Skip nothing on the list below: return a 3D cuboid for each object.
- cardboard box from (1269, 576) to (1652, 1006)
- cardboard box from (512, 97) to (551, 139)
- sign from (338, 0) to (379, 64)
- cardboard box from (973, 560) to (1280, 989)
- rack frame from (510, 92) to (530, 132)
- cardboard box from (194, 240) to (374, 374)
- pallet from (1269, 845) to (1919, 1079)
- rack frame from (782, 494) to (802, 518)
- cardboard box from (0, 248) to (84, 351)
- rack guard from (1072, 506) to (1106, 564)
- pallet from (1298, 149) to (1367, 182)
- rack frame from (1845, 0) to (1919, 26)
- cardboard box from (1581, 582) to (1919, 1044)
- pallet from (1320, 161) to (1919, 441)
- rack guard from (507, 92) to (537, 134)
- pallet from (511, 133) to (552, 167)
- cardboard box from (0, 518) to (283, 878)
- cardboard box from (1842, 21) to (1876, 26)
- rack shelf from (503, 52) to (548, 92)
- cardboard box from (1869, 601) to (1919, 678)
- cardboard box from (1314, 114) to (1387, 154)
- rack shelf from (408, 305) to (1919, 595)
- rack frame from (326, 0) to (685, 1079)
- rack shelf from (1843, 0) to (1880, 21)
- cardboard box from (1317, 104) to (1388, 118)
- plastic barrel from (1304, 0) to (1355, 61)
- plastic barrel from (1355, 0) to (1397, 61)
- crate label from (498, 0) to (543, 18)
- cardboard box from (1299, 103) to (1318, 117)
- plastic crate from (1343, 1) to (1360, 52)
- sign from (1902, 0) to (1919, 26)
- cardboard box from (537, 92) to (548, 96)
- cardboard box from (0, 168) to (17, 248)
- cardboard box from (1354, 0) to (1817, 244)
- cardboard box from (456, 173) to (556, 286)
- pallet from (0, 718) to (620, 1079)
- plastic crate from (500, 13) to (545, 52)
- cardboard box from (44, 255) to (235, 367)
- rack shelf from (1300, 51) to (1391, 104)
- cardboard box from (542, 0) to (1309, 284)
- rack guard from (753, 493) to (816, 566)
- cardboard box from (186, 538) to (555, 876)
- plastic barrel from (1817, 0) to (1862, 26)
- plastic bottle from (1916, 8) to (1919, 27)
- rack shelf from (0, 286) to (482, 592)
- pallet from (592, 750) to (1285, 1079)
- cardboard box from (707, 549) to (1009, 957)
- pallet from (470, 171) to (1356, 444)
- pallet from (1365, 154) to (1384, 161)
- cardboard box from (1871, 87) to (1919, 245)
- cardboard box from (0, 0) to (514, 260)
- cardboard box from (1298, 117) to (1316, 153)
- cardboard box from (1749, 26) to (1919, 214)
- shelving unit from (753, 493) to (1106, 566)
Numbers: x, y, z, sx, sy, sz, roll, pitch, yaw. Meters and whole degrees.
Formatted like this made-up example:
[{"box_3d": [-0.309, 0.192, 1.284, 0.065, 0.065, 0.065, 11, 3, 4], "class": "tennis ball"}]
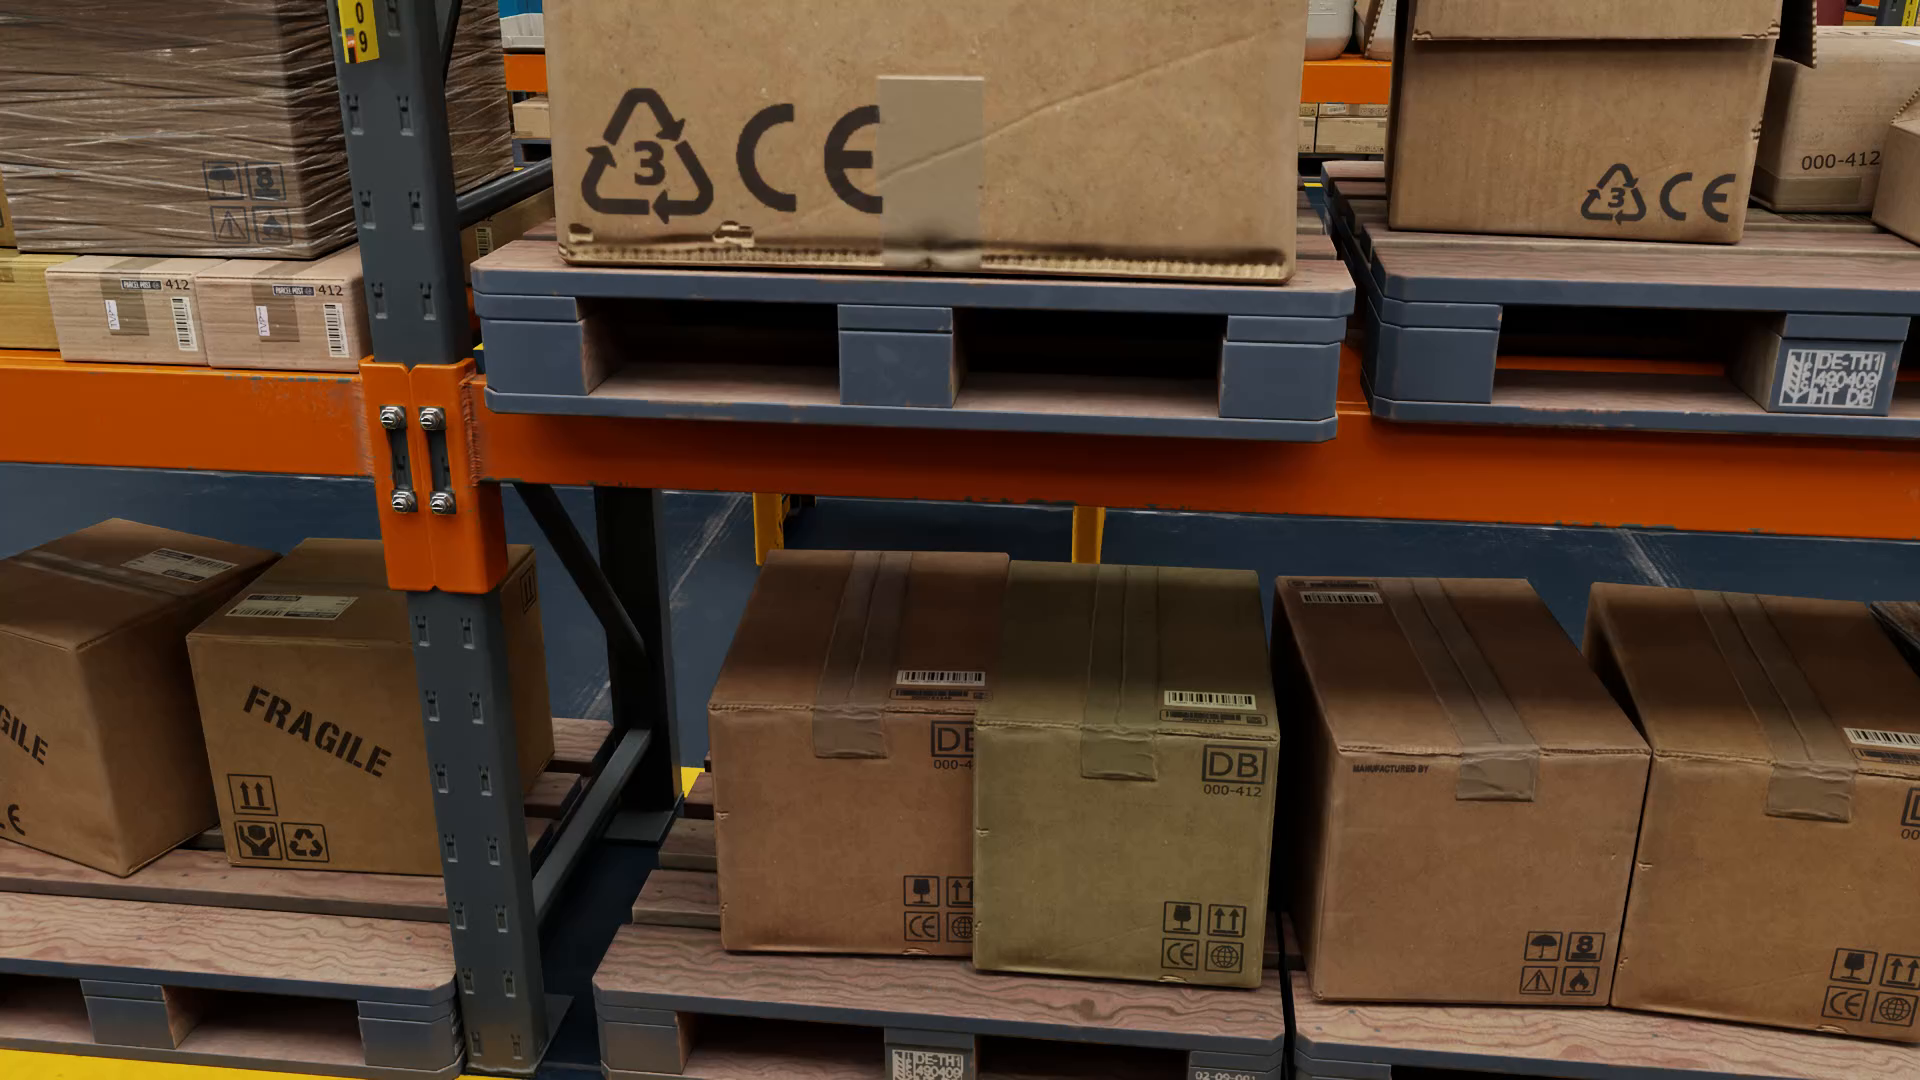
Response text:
[{"box_3d": [0.865, 0.433, 3.067, 0.500, 0.500, 0.700, 1, 22, 2], "class": "cardboard box"}, {"box_3d": [-3.066, -3.213, 12.656, 0.500, 0.250, 0.500, 2, 22, 6], "class": "cardboard box"}, {"box_3d": [-0.826, -0.815, 2.245, 0.005, 0.325, 0.100, 2, 22, 6], "class": "sign"}, {"box_3d": [0.309, 0.409, 3.128, 0.500, 0.500, 0.700, 2, 22, 6], "class": "cardboard box"}, {"box_3d": [-3.572, -4.401, 12.492, 0.127, 3.000, 1.000, 2, 22, 6], "class": "rack frame"}, {"box_3d": [-1.018, -0.396, 2.704, 0.250, 0.149, 0.380, 2, 22, 6], "class": "cardboard box"}, {"box_3d": [1.219, 0.771, 3.203, 1.213, 0.211, 1.003, 2, 22, 6], "class": "pallet"}, {"box_3d": [-0.590, -0.723, 5.229, 0.032, 1.500, 0.500, 2, 22, 6], "class": "rack frame"}, {"box_3d": [-1.506, -0.443, 2.823, 0.250, 0.149, 0.380, 2, 22, 6], "class": "cardboard box"}, {"box_3d": [0.419, -0.098, 5.348, 0.087, 0.250, 0.587, 2, 22, 6], "class": "rack guard"}, {"box_3d": [2.351, -2.862, 12.391, 1.213, 0.211, 1.003, 2, 22, 6], "class": "pallet"}, {"box_3d": [3.786, -2.246, 7.042, 0.127, 3.000, 1.000, 2, 22, 6], "class": "rack frame"}, {"box_3d": [1.419, 0.457, 3.006, 0.500, 0.500, 0.700, 4, 22, 11], "class": "cardboard box"}, {"box_3d": [1.232, -0.420, 2.682, 1.213, 0.211, 1.003, 2, 22, 6], "class": "pallet"}, {"box_3d": [-3.596, -3.239, 12.954, 0.348, 0.500, 1.175, 2, 22, 6], "class": "rack guard"}, {"box_3d": [-2.808, -3.086, 12.959, 1.213, 0.211, 1.003, 2, 22, 6], "class": "pallet"}, {"box_3d": [-1.732, 0.302, 3.425, 0.500, 0.500, 0.500, 10, 24, 23], "class": "cardboard box"}, {"box_3d": [8.263, -4.867, 16.023, 0.750, 0.750, 0.750, 3, 22, 7], "class": "cardboard box"}, {"box_3d": [-2.173, -2.171, 7.831, 4.000, 0.370, 1.077, 2, 22, 6], "class": "rack shelf"}, {"box_3d": [1.983, 0.479, 2.950, 0.500, 0.500, 0.700, 1, 22, 2], "class": "cardboard box"}, {"box_3d": [2.810, -2.949, 11.988, 0.500, 0.250, 0.500, 3, 22, 8], "class": "cardboard box"}, {"box_3d": [1.217, -0.190, 2.819, 4.000, 0.370, 1.077, 2, 22, 6], "class": "rack shelf"}, {"box_3d": [-0.769, -0.611, 2.906, 0.127, 3.000, 1.000, 2, 22, 6], "class": "rack frame"}, {"box_3d": [6.358, -3.634, 11.529, 4.000, 0.370, 1.077, 2, 22, 6], "class": "rack shelf"}, {"box_3d": [2.805, -3.208, 11.880, 0.500, 0.311, 0.500, 2, 22, 6], "class": "cardboard box"}, {"box_3d": [1.466, -2.329, 7.067, 0.433, 0.535, 0.433, 0, 22, 0], "class": "plastic barrel"}, {"box_3d": [1.896, -2.311, 7.020, 0.433, 0.535, 0.433, 0, 22, 0], "class": "plastic barrel"}, {"box_3d": [-2.299, -2.628, 7.959, 0.616, 0.435, 0.502, 2, 22, 6], "class": "crate label"}, {"box_3d": [2.308, -3.230, 11.937, 0.500, 0.311, 0.500, 3, 22, 8], "class": "cardboard box"}, {"box_3d": [1.576, -2.349, 7.589, 0.662, 0.188, 0.450, 2, 22, 6], "class": "plastic crate"}, {"box_3d": [3.728, -2.121, 6.503, 0.005, 0.325, 0.100, 2, 22, 6], "class": "sign"}, {"box_3d": [-3.005, -3.752, 12.998, 0.500, 0.500, 0.500, 2, 22, 6], "class": "cardboard box"}, {"box_3d": [-1.701, -0.873, 3.026, 0.500, 0.500, 0.875, 2, 22, 6], "class": "cardboard box"}, {"box_3d": [0.963, -0.813, 2.705, 0.637, 0.503, 0.797, 5, 22, 12], "class": "cardboard box"}, {"box_3d": [-0.948, -0.613, 3.253, 0.250, 0.149, 0.380, 2, 22, 6], "class": "cardboard box"}, {"box_3d": [-1.441, 0.669, 3.459, 1.213, 0.211, 1.003, 2, 22, 6], "class": "pallet"}, {"box_3d": [-1.829, -2.275, 7.472, 0.437, 0.136, 0.530, 2, 22, 6], "class": "plastic crate"}, {"box_3d": [-1.265, -0.411, 2.740, 0.250, 0.149, 0.380, 2, 22, 6], "class": "cardboard box"}, {"box_3d": [1.800, -1.998, 7.393, 4.000, 0.370, 1.077, 2, 22, 6], "class": "rack shelf"}, {"box_3d": [0.003, -1.000, 2.502, 1.000, 1.000, 1.000, 3, 22, 7], "class": "cardboard box"}, {"box_3d": [-0.570, -0.141, 5.457, 0.087, 0.250, 0.587, 2, 22, 6], "class": "rack guard"}, {"box_3d": [-1.162, 0.324, 3.369, 0.500, 0.500, 0.500, 2, 22, 5], "class": "cardboard box"}, {"box_3d": [3.289, -2.219, 6.788, 0.708, 0.536, 0.600, 2, 22, 6], "class": "plastic barrel"}, {"box_3d": [4.238, -2.330, 7.413, 0.133, 0.283, 0.061, 2, 22, 6], "class": "plastic bottle"}, {"box_3d": [-2.756, -0.363, 3.257, 4.000, 0.370, 1.077, 2, 22, 6], "class": "rack shelf"}, {"box_3d": [0.004, 0.719, 3.335, 1.213, 0.211, 1.003, 2, 22, 6], "class": "pallet"}, {"box_3d": [-0.162, 0.381, 3.197, 0.500, 0.500, 0.700, 1, 22, 2], "class": "cardboard box"}, {"box_3d": [-0.028, -0.436, 2.723, 1.213, 0.211, 1.003, 2, 22, 6], "class": "pallet"}, {"box_3d": [3.559, -2.808, 12.255, 1.213, 0.211, 1.003, 2, 22, 6], "class": "pallet"}, {"box_3d": [1.515, -0.544, 2.349, 0.258, 0.266, 0.396, 2, 22, 5], "class": "cardboard box"}, {"box_3d": [-1.209, -0.838, 2.939, 0.500, 0.500, 0.875, 2, 22, 6], "class": "cardboard box"}, {"box_3d": [2.299, -2.970, 12.041, 0.500, 0.250, 0.500, 3, 22, 7], "class": "cardboard box"}, {"box_3d": [1.565, -0.720, 2.814, 0.500, 0.250, 0.500, 2, 22, 5], "class": "cardboard box"}, {"box_3d": [-0.076, -0.701, 5.172, 1.083, 1.500, 0.587, 2, 22, 6], "class": "shelving unit"}]
